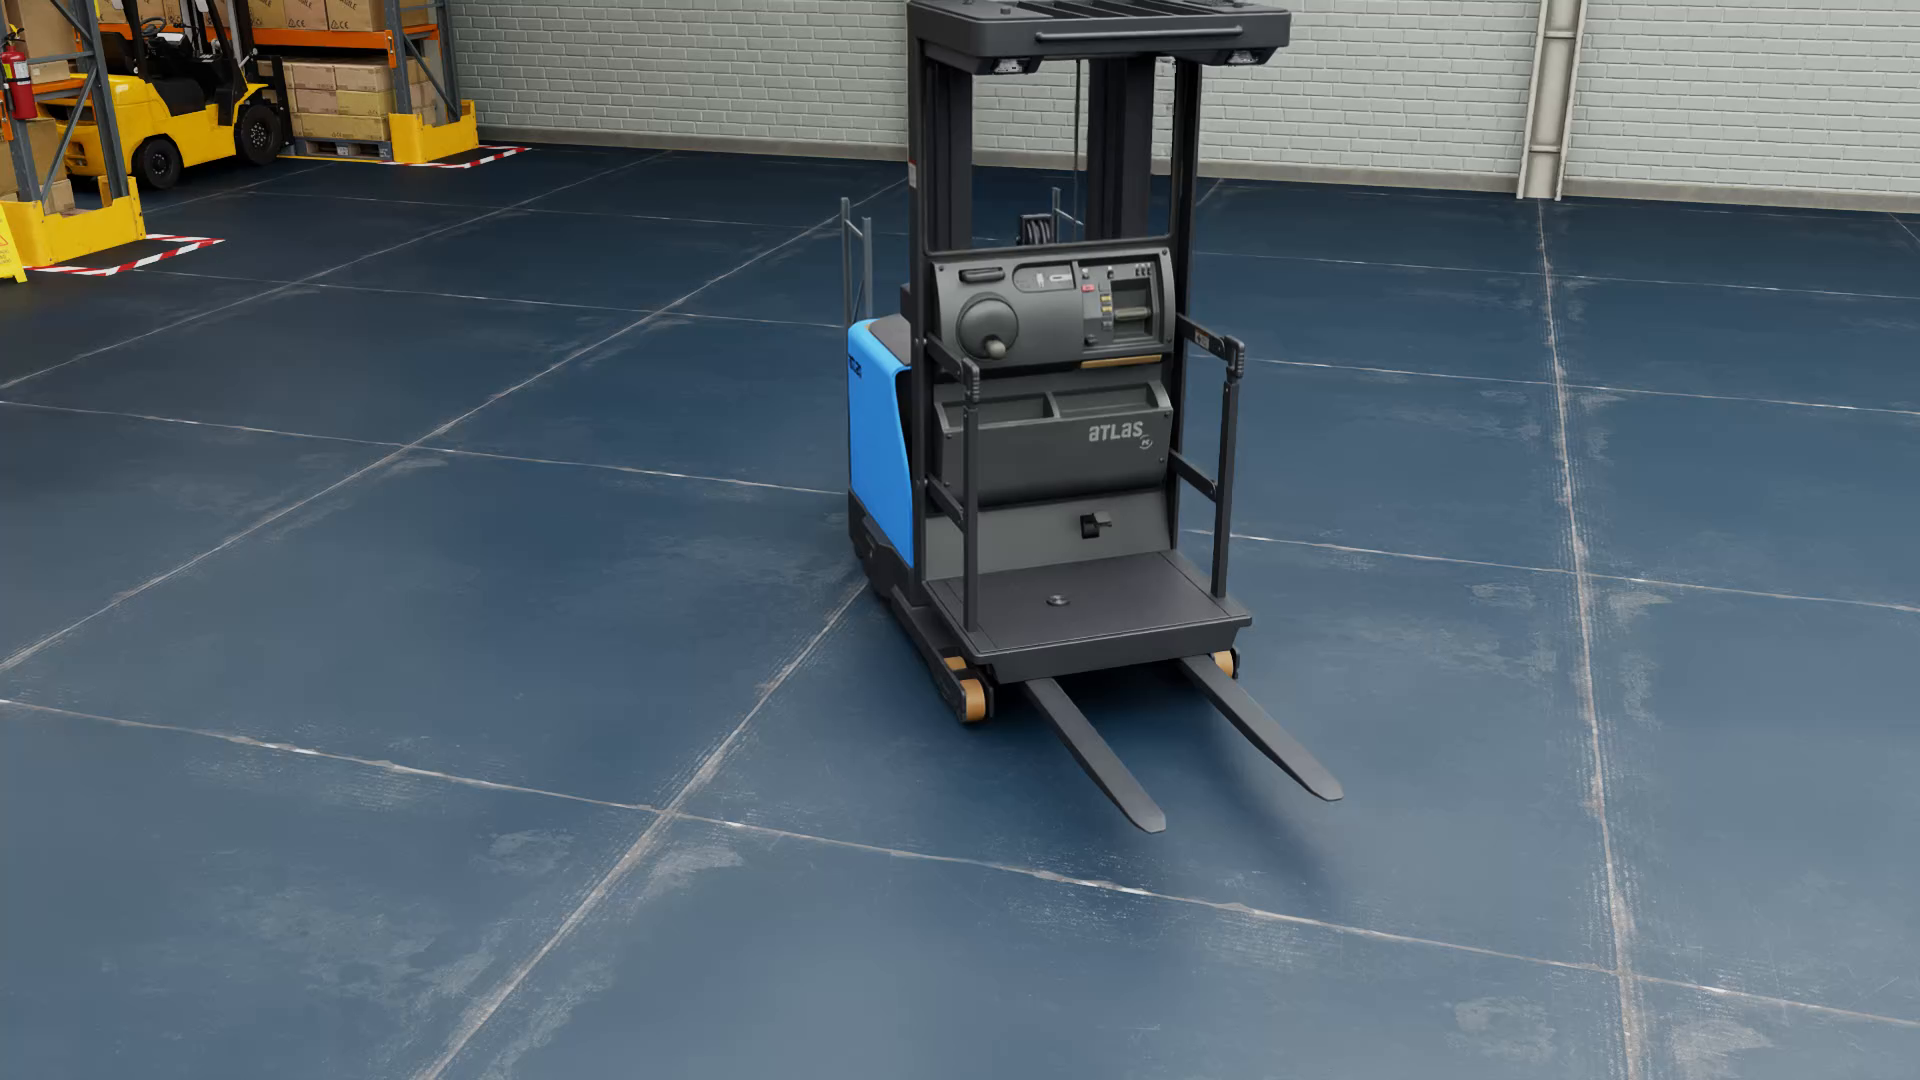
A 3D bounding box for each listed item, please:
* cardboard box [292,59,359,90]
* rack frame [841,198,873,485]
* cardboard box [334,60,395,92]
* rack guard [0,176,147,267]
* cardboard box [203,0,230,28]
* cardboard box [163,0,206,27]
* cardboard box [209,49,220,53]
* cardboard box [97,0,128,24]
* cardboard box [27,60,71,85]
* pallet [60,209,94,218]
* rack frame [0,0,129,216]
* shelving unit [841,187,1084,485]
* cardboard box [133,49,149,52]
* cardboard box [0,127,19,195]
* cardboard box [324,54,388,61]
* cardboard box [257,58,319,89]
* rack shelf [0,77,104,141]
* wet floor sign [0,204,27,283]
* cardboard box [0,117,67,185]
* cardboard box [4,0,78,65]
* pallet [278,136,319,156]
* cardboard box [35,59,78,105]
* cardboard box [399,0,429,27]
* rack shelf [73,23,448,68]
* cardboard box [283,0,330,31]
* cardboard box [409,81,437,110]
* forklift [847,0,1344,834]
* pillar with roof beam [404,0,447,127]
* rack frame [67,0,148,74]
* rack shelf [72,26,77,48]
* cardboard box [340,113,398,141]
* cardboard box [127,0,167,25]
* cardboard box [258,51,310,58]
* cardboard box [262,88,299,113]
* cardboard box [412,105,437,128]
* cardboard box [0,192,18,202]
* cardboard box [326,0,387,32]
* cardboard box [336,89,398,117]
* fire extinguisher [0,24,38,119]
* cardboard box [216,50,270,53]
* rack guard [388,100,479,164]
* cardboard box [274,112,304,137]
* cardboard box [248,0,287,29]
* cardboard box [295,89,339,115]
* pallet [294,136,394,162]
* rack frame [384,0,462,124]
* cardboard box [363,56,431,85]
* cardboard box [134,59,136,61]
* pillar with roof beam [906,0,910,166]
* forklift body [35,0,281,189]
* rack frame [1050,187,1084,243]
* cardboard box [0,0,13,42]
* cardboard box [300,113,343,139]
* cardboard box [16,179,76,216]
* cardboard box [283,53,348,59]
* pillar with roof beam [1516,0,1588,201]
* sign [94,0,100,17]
[{"bbox_3d":[-6.659,-4.911,17.541,0.500,0.250,0.500,7,23,16],"label":"cardboard box"},{"bbox_3d":[-0.468,-0.792,7.724,0.032,1.500,0.500,-6,23,-14],"label":"rack frame"},{"bbox_3d":[-6.169,-4.857,17.410,0.500,0.250,0.500,7,23,17],"label":"cardboard box"},{"bbox_3d":[-7.141,-2.583,13.408,0.348,0.500,1.175,7,23,16],"label":"rack guard"},{"bbox_3d":[-7.654,-5.707,17.599,0.500,0.500,0.500,7,23,16],"label":"cardboard box"},{"bbox_3d":[-8.129,-5.770,17.752,0.500,0.500,0.500,6,23,15],"label":"cardboard box"},{"bbox_3d":[-8.451,-5.324,18.550,0.500,0.250,0.500,6,23,15],"label":"cardboard box"},{"bbox_3d":[-9.118,-5.876,18.011,0.500,0.500,0.500,6,23,14],"label":"cardboard box"},{"bbox_3d":[-7.333,-3.727,13.235,0.250,0.149,0.380,7,23,16],"label":"cardboard box"},{"bbox_3d":[-7.908,-2.551,13.711,1.213,0.211,1.003,7,23,16],"label":"pallet"},{"bbox_3d":[-7.068,-3.731,12.913,0.127,3.000,1.000,7,23,16],"label":"rack frame"},{"bbox_3d":[0.021,-0.844,7.851,1.048,1.500,0.538,-6,23,-14],"label":"shelving unit"},{"bbox_3d":[-8.940,-5.374,18.672,0.500,0.250,0.500,7,23,17],"label":"cardboard box"},{"bbox_3d":[-7.910,-2.993,13.196,0.500,0.500,0.500,7,23,16],"label":"cardboard box"},{"bbox_3d":[-6.523,-5.095,17.990,0.500,0.250,0.500,7,23,16],"label":"cardboard box"},{"bbox_3d":[-7.145,-4.962,17.667,0.500,0.250,0.500,7,23,16],"label":"cardboard box"},{"bbox_3d":[-8.983,-3.617,13.584,4.000,0.370,1.077,7,23,16],"label":"rack shelf"},{"bbox_3d":[-7.195,-2.232,12.361,0.232,0.644,0.267,16,27,34],"label":"wet floor sign"},{"bbox_3d":[-7.783,-3.191,13.679,0.500,0.500,0.500,6,23,14],"label":"cardboard box"},{"bbox_3d":[-7.441,-4.068,13.210,0.500,0.500,0.500,6,23,15],"label":"cardboard box"},{"bbox_3d":[-7.546,-4.448,18.335,1.213,0.211,1.003,7,23,15],"label":"pallet"},{"bbox_3d":[-9.970,-5.122,18.880,0.625,0.625,0.875,8,24,18],"label":"cardboard box"},{"bbox_3d":[-6.032,-5.736,17.670,0.500,0.500,0.500,7,23,17],"label":"cardboard box"},{"bbox_3d":[-7.552,-5.421,17.982,4.000,0.370,1.077,7,23,16],"label":"rack shelf"},{"bbox_3d":[-6.679,-5.600,17.338,0.500,0.500,0.500,7,23,17],"label":"cardboard box"},{"bbox_3d":[-6.028,-4.815,17.968,0.500,0.250,0.500,7,23,16],"label":"cardboard box"},{"bbox_3d":[0.426,-0.851,5.983,1.130,2.935,3.031,-7,23,-16],"label":"forklift"},{"bbox_3d":[-7.288,-7.150,13.344,0.400,9.000,9.100,7,23,16],"label":"pillar with roof beam"},{"bbox_3d":[-9.467,-5.973,18.380,0.127,3.000,1.000,7,23,16],"label":"rack frame"},{"bbox_3d":[-11.382,-5.860,19.051,4.000,0.370,1.077,7,23,16],"label":"rack shelf"},{"bbox_3d":[-6.179,-4.394,17.599,0.500,0.250,0.500,7,23,16],"label":"cardboard box"},{"bbox_3d":[-8.614,-5.825,17.886,0.500,0.500,0.500,7,23,16],"label":"cardboard box"},{"bbox_3d":[-7.487,-5.212,18.276,0.500,0.250,0.500,6,23,14],"label":"cardboard box"},{"bbox_3d":[-7.171,-4.736,17.774,0.500,0.250,0.500,6,23,14],"label":"cardboard box"},{"bbox_3d":[-6.051,-4.582,18.057,0.500,0.250,0.500,7,23,16],"label":"cardboard box"},{"bbox_3d":[-7.943,-2.647,13.339,0.500,0.250,0.500,6,23,15],"label":"cardboard box"},{"bbox_3d":[-6.185,-5.540,17.191,0.500,0.500,0.500,6,23,14],"label":"cardboard box"},{"bbox_3d":[-6.194,-4.628,17.511,0.500,0.250,0.500,6,23,15],"label":"cardboard box"},{"bbox_3d":[-7.092,-3.515,12.489,0.183,0.674,0.296,7,23,16],"label":"fire extinguisher"},{"bbox_3d":[-7.970,-5.264,18.403,0.500,0.250,0.500,7,23,16],"label":"cardboard box"},{"bbox_3d":[-5.615,-4.376,17.779,0.348,0.500,1.175,7,23,16],"label":"rack guard"},{"bbox_3d":[-7.129,-4.510,17.882,0.500,0.250,0.500,7,23,16],"label":"cardboard box"},{"bbox_3d":[-7.169,-5.656,17.474,0.500,0.500,0.500,6,23,14],"label":"cardboard box"},{"bbox_3d":[-6.671,-4.687,17.655,0.500,0.250,0.500,6,23,15],"label":"cardboard box"},{"bbox_3d":[-6.382,-4.313,18.007,1.213,0.211,1.003,7,23,16],"label":"pallet"},{"bbox_3d":[-5.638,-5.535,17.311,0.127,3.000,1.000,7,23,16],"label":"rack frame"},{"bbox_3d":[-6.043,-5.041,17.859,0.500,0.250,0.500,6,23,15],"label":"cardboard box"},{"bbox_3d":[-8.608,-5.131,18.079,0.500,0.250,0.500,7,23,16],"label":"cardboard box"},{"bbox_3d":[-1.543,-6.492,11.740,0.400,9.000,9.100,7,23,16],"label":"pillar with roof beam"},{"bbox_3d":[-7.980,-4.687,16.363,1.214,2.155,2.313,7,23,16],"label":"forklift body"},{"bbox_3d":[0.511,-0.896,7.978,0.032,1.500,0.500,-6,23,-14],"label":"rack frame"},{"bbox_3d":[-7.667,-3.874,12.739,0.500,0.500,0.500,6,23,15],"label":"cardboard box"},{"bbox_3d":[-6.652,-4.452,17.740,0.500,0.250,0.500,7,23,15],"label":"cardboard box"},{"bbox_3d":[-7.760,-2.842,13.816,0.500,0.250,0.500,6,23,15],"label":"cardboard box"},{"bbox_3d":[-6.998,-5.153,18.133,0.500,0.250,0.500,6,23,15],"label":"cardboard box"},{"bbox_3d":[4.201,-5.835,10.137,0.400,9.000,9.100,7,23,16],"label":"pillar with roof beam"},{"bbox_3d":[-6.911,-4.329,13.230,0.005,0.325,0.100,7,23,16],"label":"sign"}]
